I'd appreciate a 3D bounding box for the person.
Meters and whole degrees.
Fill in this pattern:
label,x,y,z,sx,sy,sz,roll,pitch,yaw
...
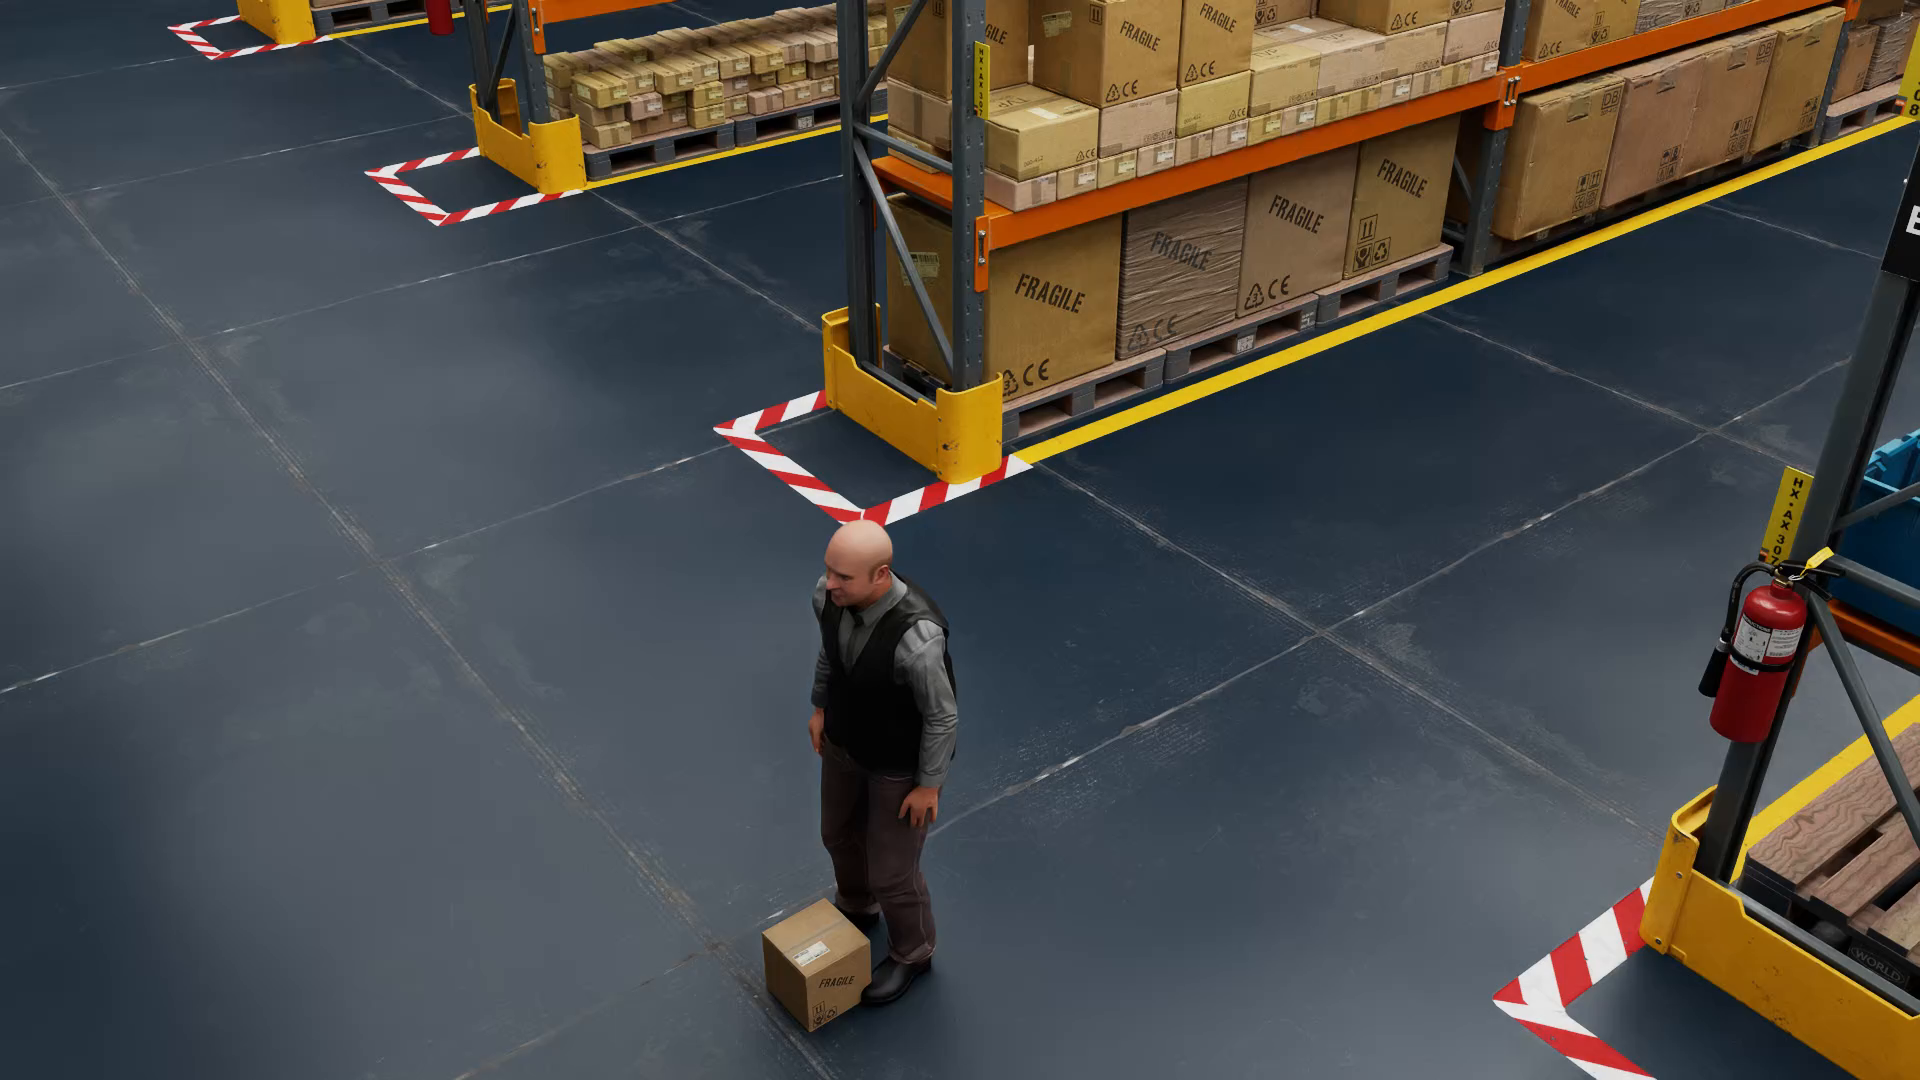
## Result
label,x,y,z,sx,sy,sz,roll,pitch,yaw
person,-0.239,0.650,5.118,0.425,1.719,0.584,-25,40,-34
